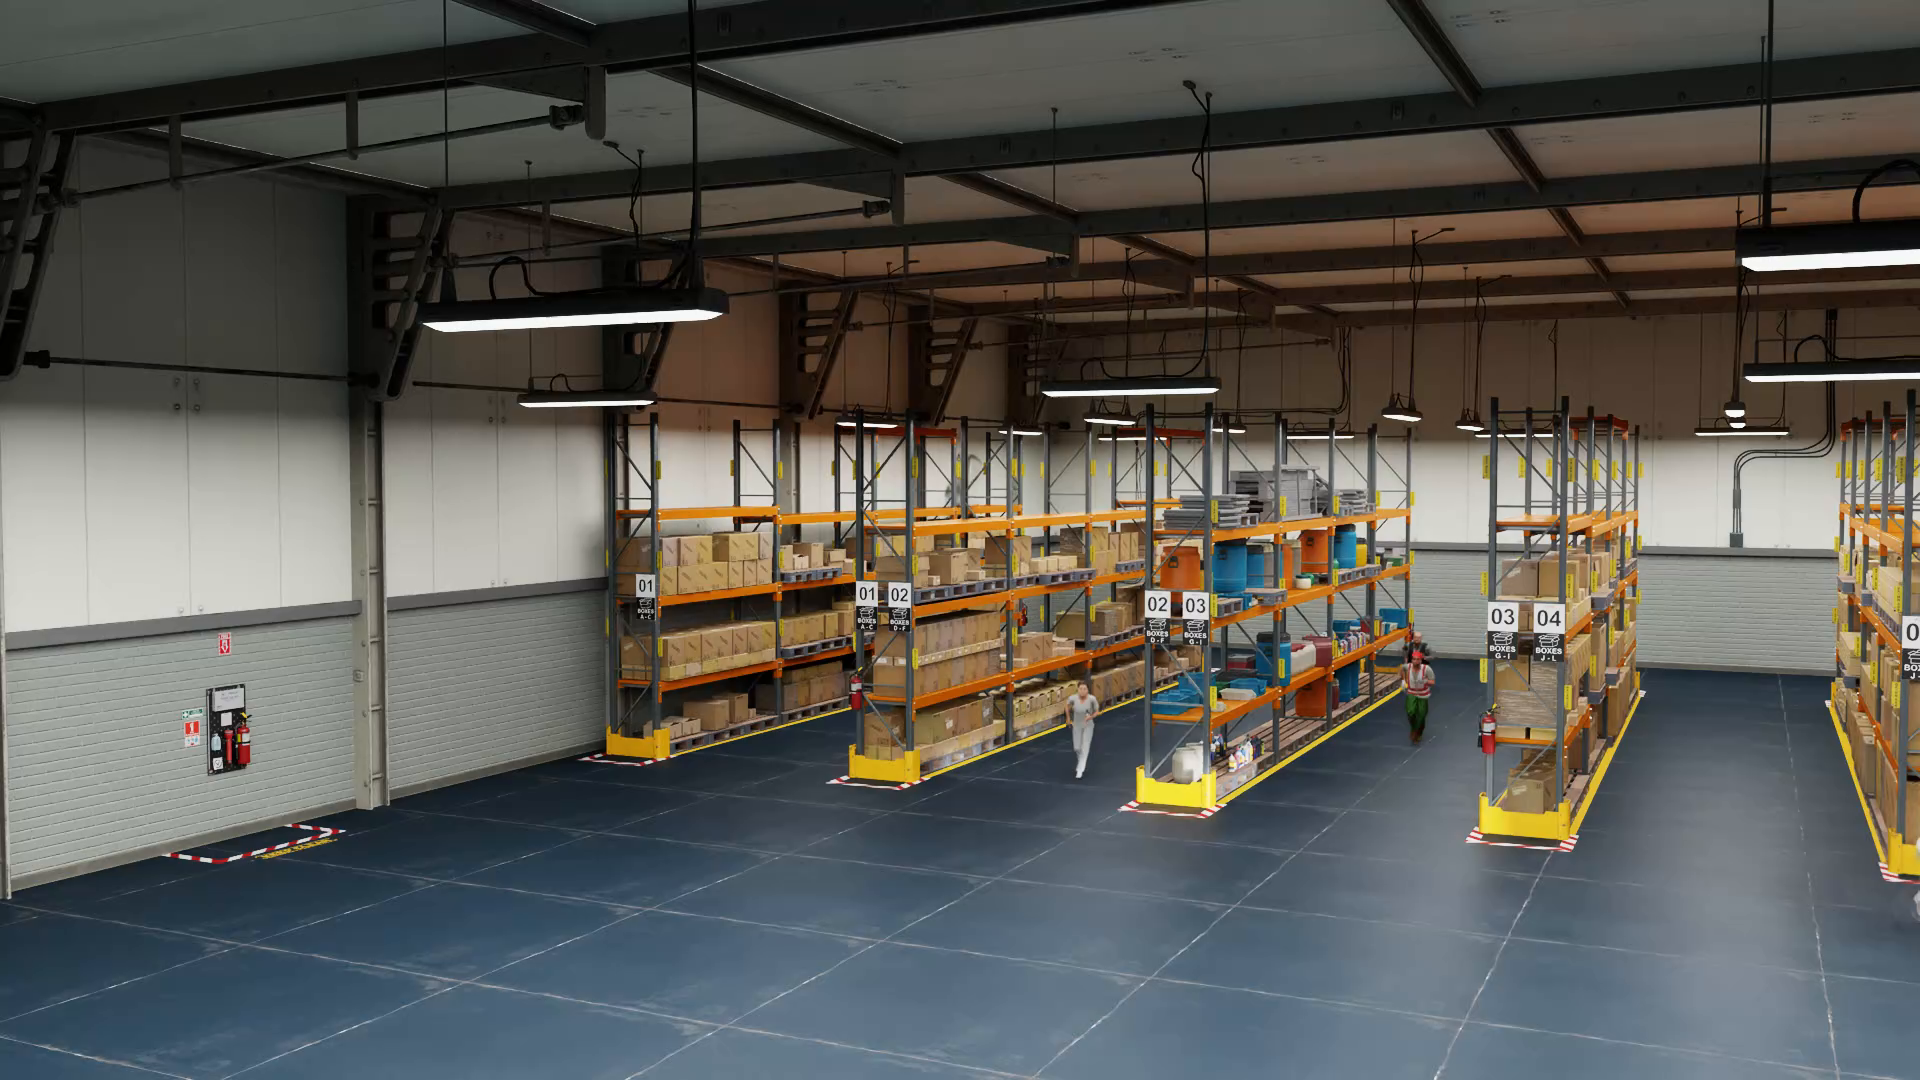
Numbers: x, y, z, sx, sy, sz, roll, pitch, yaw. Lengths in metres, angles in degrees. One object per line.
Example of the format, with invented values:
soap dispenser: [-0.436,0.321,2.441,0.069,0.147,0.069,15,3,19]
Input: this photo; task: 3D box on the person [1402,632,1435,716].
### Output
person: [9.386,2.733,34.042,0.652,1.731,0.954,1,2,16]

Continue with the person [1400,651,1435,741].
person: [8.310,2.851,30.242,0.643,1.700,0.873,1,3,20]

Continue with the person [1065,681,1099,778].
person: [1.987,3.078,27.079,0.553,1.597,0.686,0,2,3]

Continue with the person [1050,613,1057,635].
person: [2.416,2.529,39.210,0.693,1.689,0.778,1,3,24]
